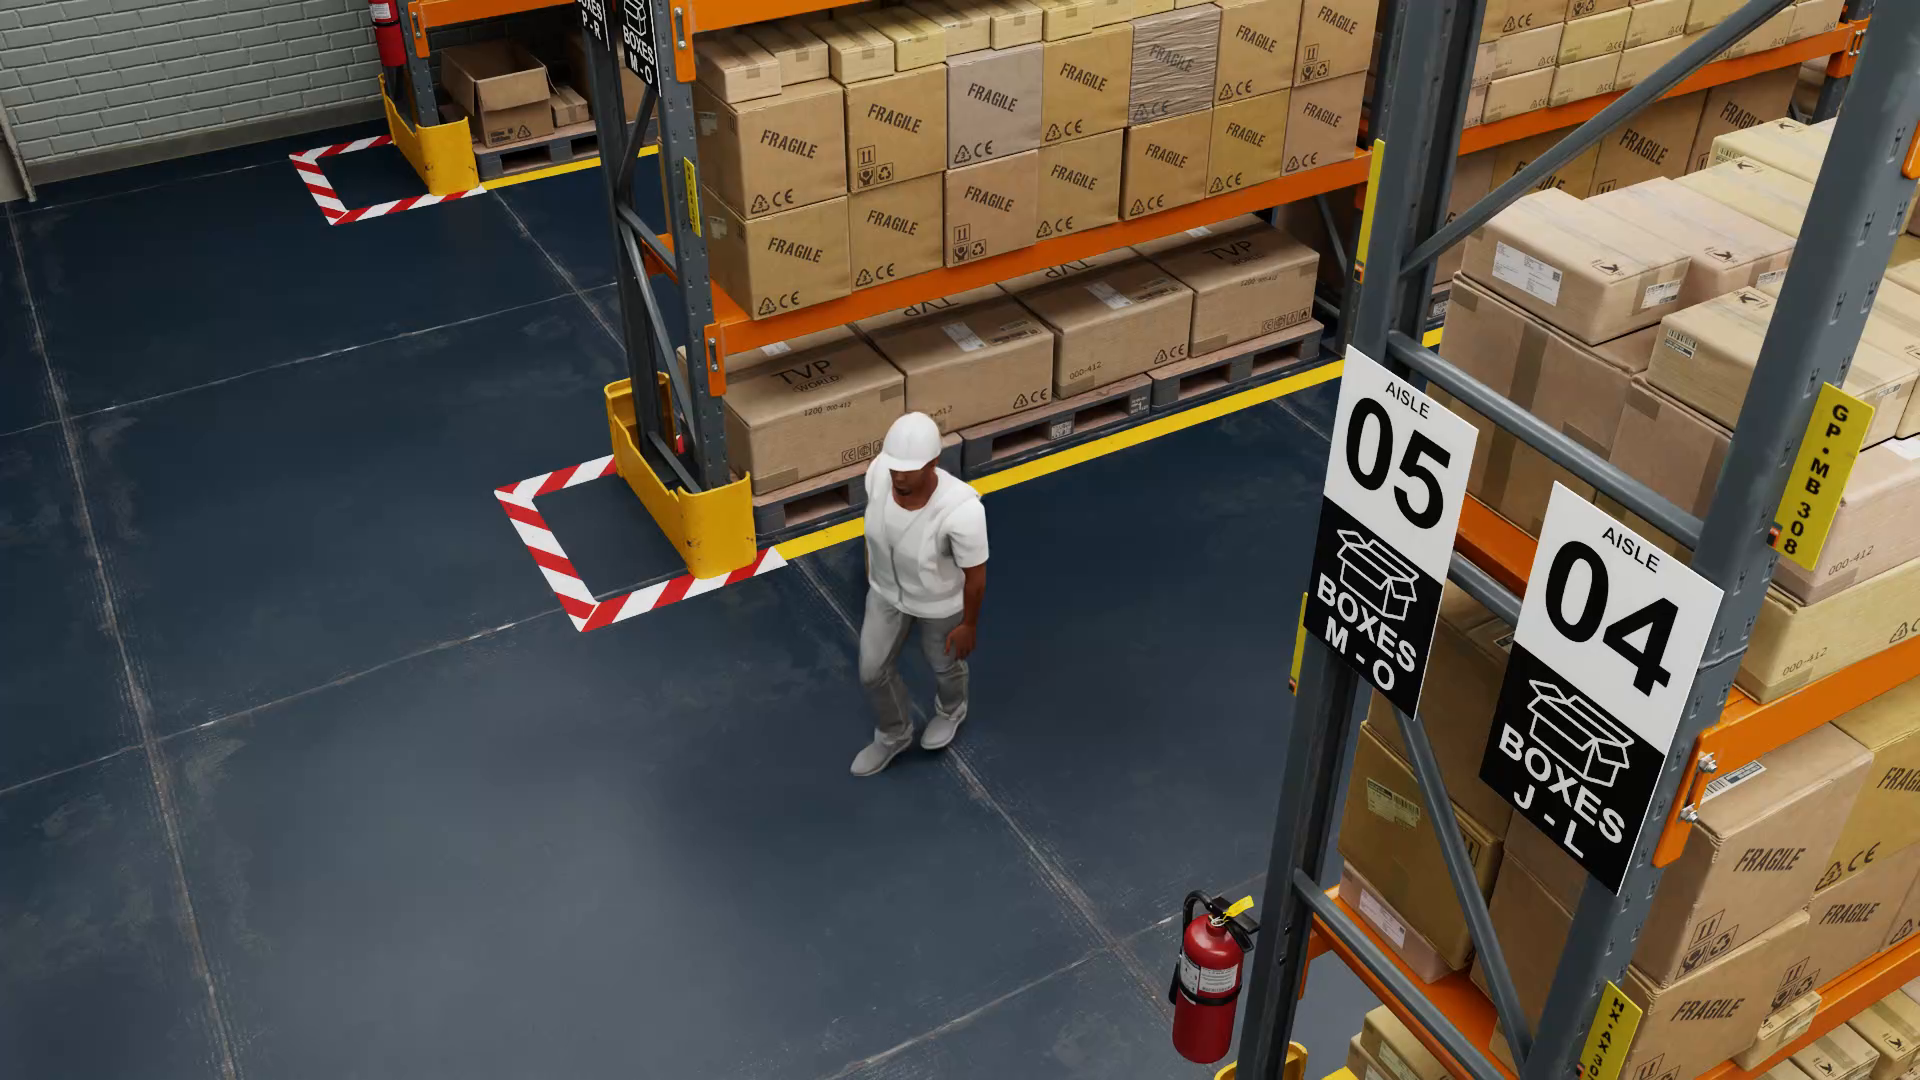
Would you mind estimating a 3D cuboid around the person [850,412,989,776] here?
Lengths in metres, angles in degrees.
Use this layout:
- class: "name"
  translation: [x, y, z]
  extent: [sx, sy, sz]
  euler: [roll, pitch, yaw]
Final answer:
- class: "person"
  translation: [-0.135, 0.212, 6.633]
  extent: [0.606, 1.784, 0.570]
  euler: [18, 40, 23]
